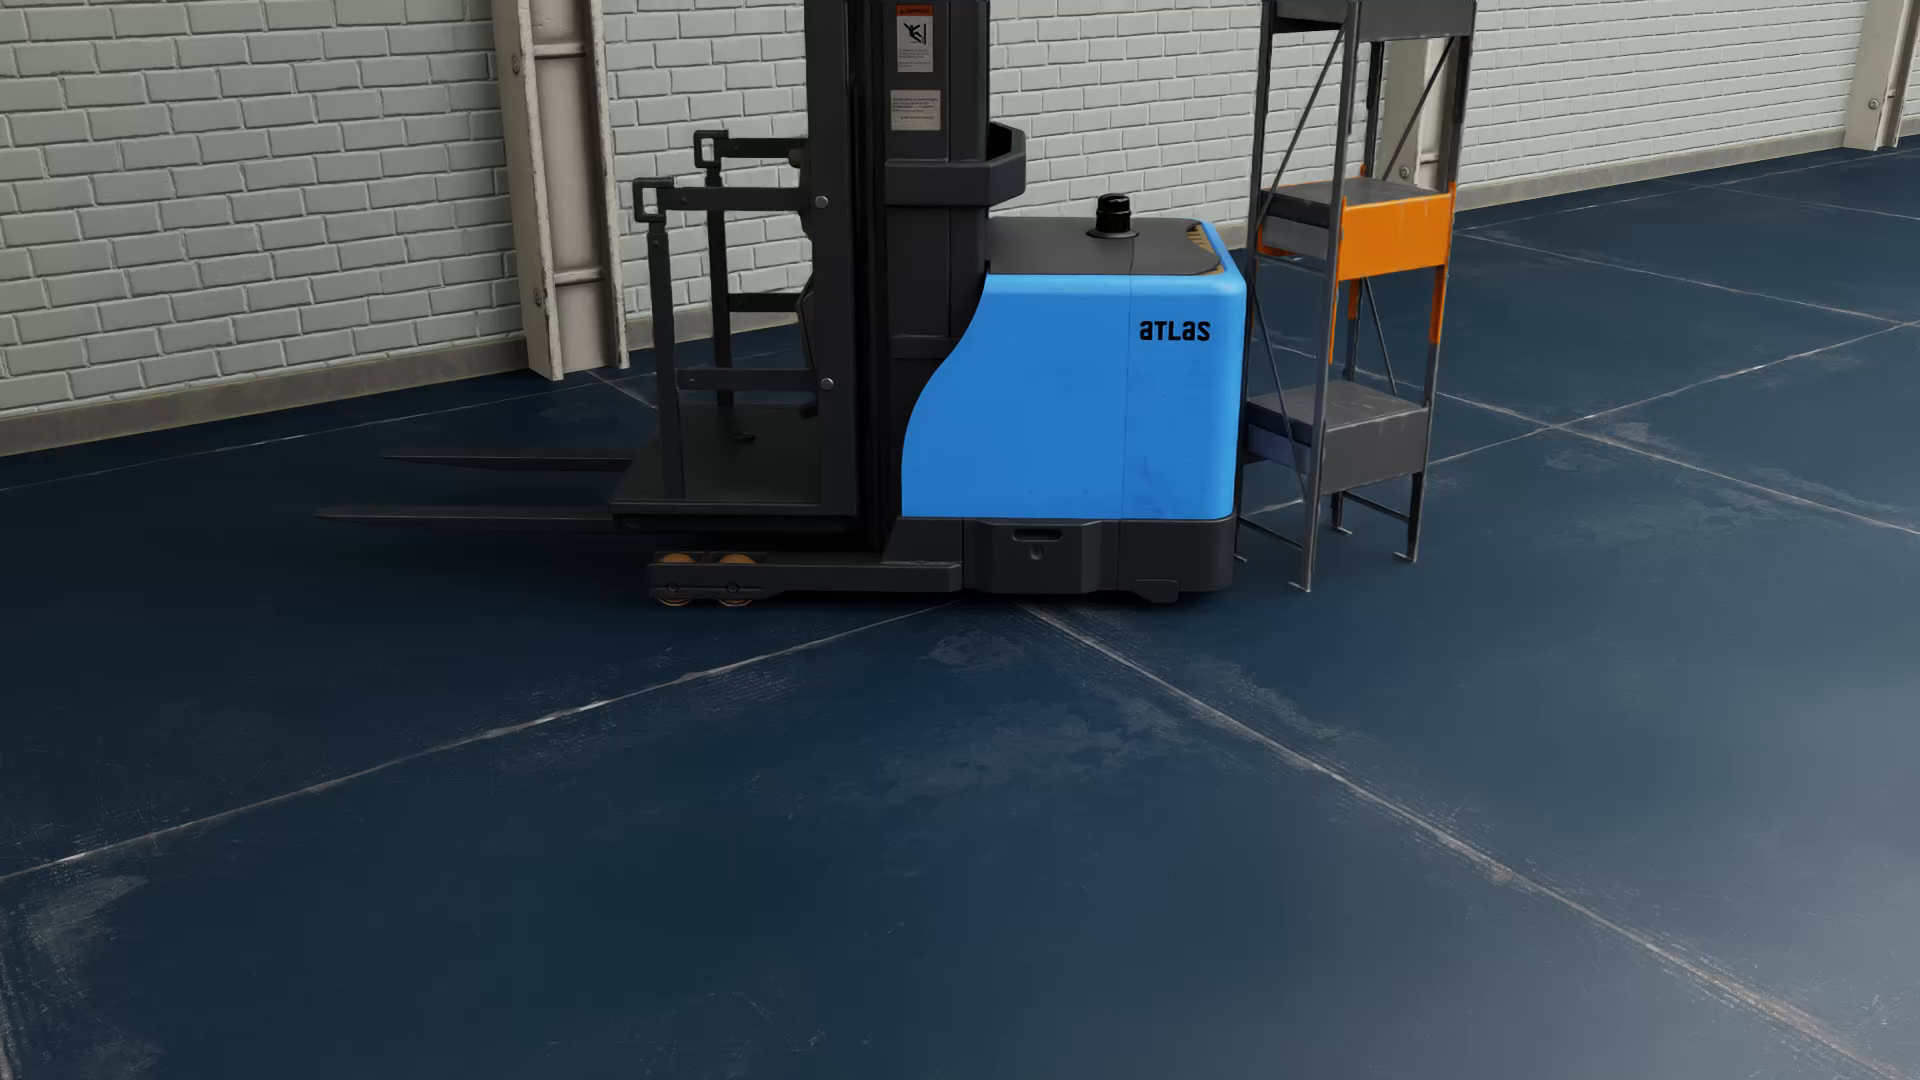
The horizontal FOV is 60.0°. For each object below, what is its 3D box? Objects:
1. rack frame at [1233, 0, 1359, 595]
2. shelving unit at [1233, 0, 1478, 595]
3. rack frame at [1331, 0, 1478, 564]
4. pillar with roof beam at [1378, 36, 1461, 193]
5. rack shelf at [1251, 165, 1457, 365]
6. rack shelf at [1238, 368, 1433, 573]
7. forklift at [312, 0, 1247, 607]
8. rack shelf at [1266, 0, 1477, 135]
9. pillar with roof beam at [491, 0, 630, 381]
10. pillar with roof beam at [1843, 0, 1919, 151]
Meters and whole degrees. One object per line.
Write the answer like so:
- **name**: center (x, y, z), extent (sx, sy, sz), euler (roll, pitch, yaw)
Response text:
- **rack frame**: center (1.036, -0.861, 5.220), extent (0.015, 2.100, 0.400), euler (-13, 25, -29)
- **shelving unit**: center (1.243, -0.908, 5.340), extent (0.503, 2.100, 0.431), euler (-13, 25, -29)
- **rack frame**: center (1.450, -0.956, 5.459), extent (0.015, 2.100, 0.400), euler (-13, 25, -29)
- **pillar with roof beam**: center (5.554, -5.014, 6.320), extent (0.400, 9.000, 9.100), euler (-15, 26, -33)
- **rack shelf**: center (1.243, -0.896, 5.345), extent (0.480, 0.518, 0.431), euler (-13, 25, -29)
- **rack shelf**: center (1.243, -0.246, 5.604), extent (0.480, 0.518, 0.431), euler (-13, 25, -29)
- **forklift**: center (-0.620, -1.340, 5.301), extent (3.031, 2.935, 1.130), euler (1, 22, 2)
- **rack shelf**: center (1.243, -1.546, 5.085), extent (0.480, 0.518, 0.431), euler (-13, 25, -29)
- **pillar with roof beam**: center (0.683, -3.716, 3.066), extent (0.400, 9.000, 9.100), euler (-15, 26, -33)
- **pillar with roof beam**: center (10.424, -6.313, 9.575), extent (0.400, 9.000, 9.100), euler (-15, 26, -33)
